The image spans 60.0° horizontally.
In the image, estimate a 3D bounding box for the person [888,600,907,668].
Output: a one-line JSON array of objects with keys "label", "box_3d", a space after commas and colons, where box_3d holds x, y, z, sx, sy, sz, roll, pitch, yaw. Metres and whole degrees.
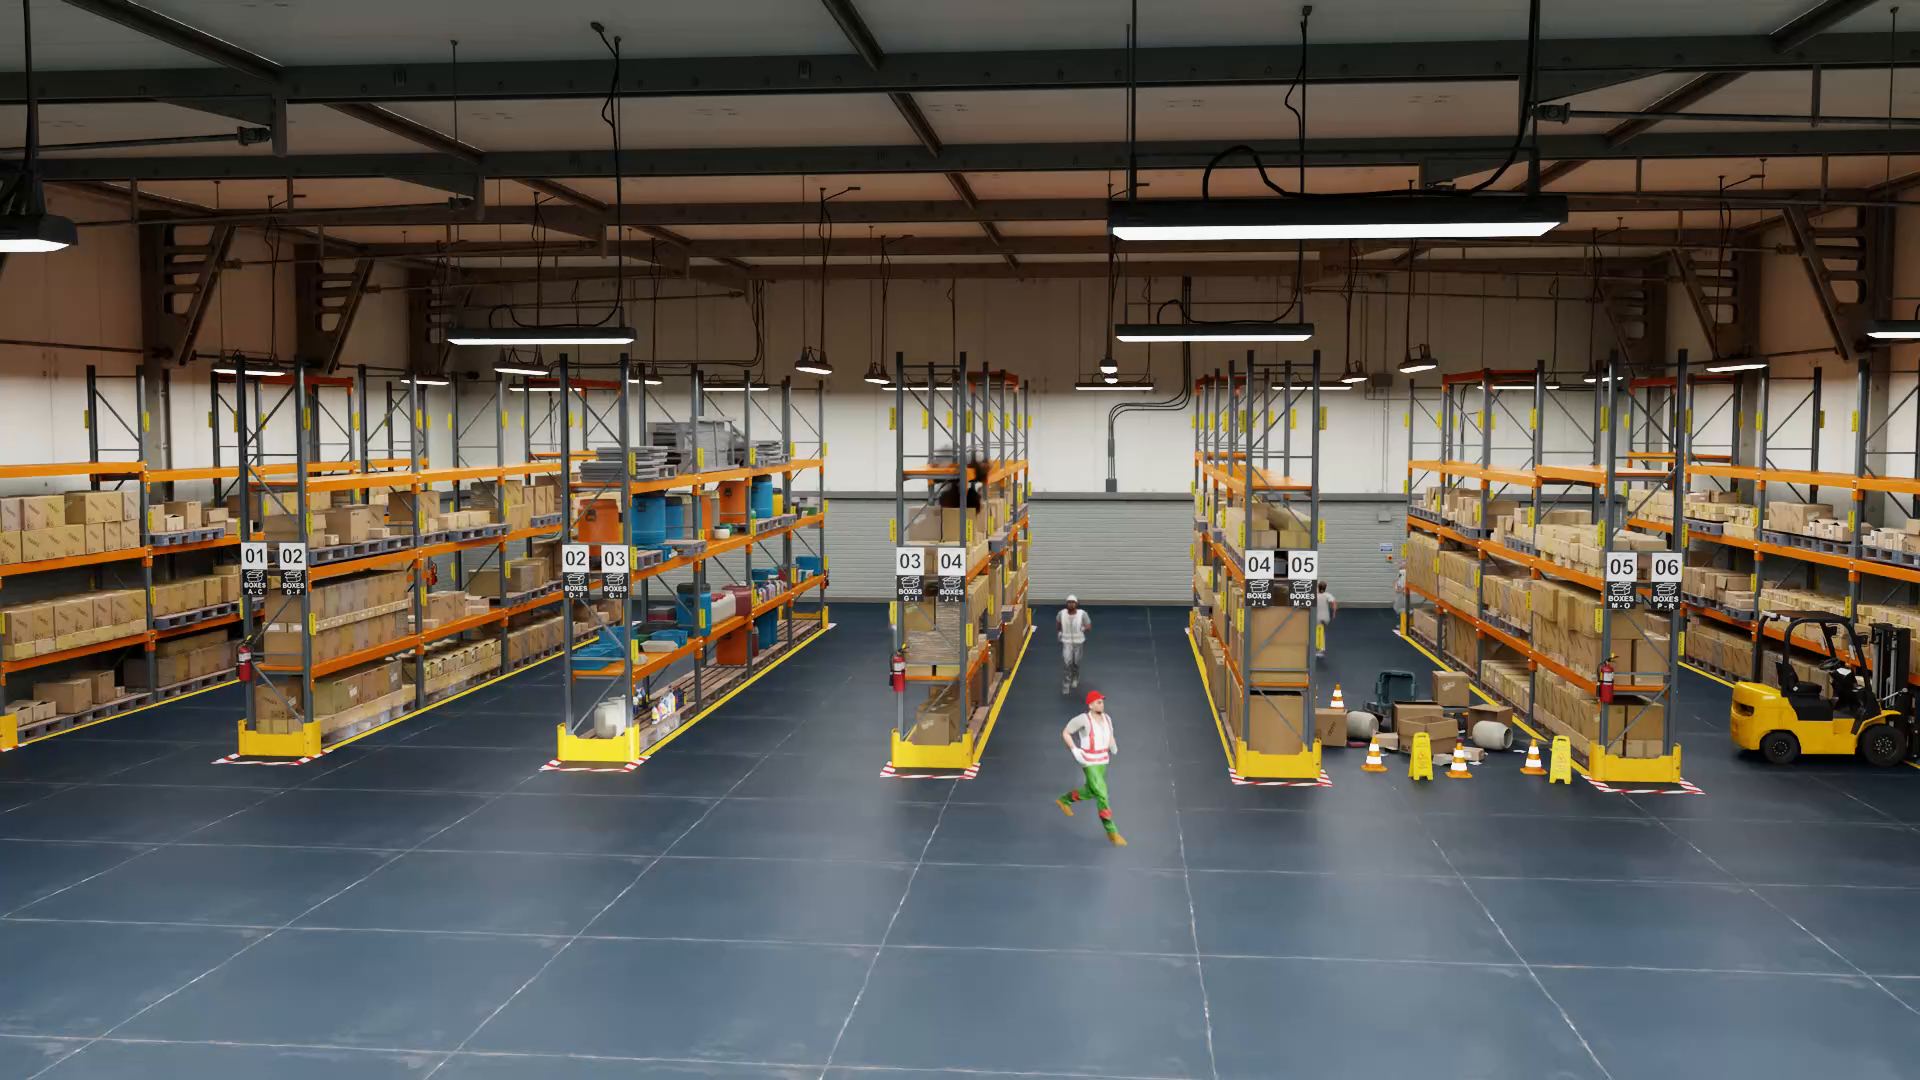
[{"label": "person", "box_3d": [-1.121, 1.793, 32.789, 0.628, 1.832, 0.756, 0, 4, 3]}]

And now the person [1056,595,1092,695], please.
[{"label": "person", "box_3d": [2.101, 1.933, 30.749, 0.668, 1.840, 0.788, 0, 4, 5]}]

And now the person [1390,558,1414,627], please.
[{"label": "person", "box_3d": [10.753, 1.281, 40.333, 0.631, 1.730, 0.687, 1, 4, 15]}]

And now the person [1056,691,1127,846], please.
[{"label": "person", "box_3d": [1.592, 2.703, 20.032, 1.150, 1.801, 0.612, 4, 6, 43]}]

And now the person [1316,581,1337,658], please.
[{"label": "person", "box_3d": [7.562, 1.701, 34.785, 0.587, 1.664, 1.008, 0, 4, 6]}]
